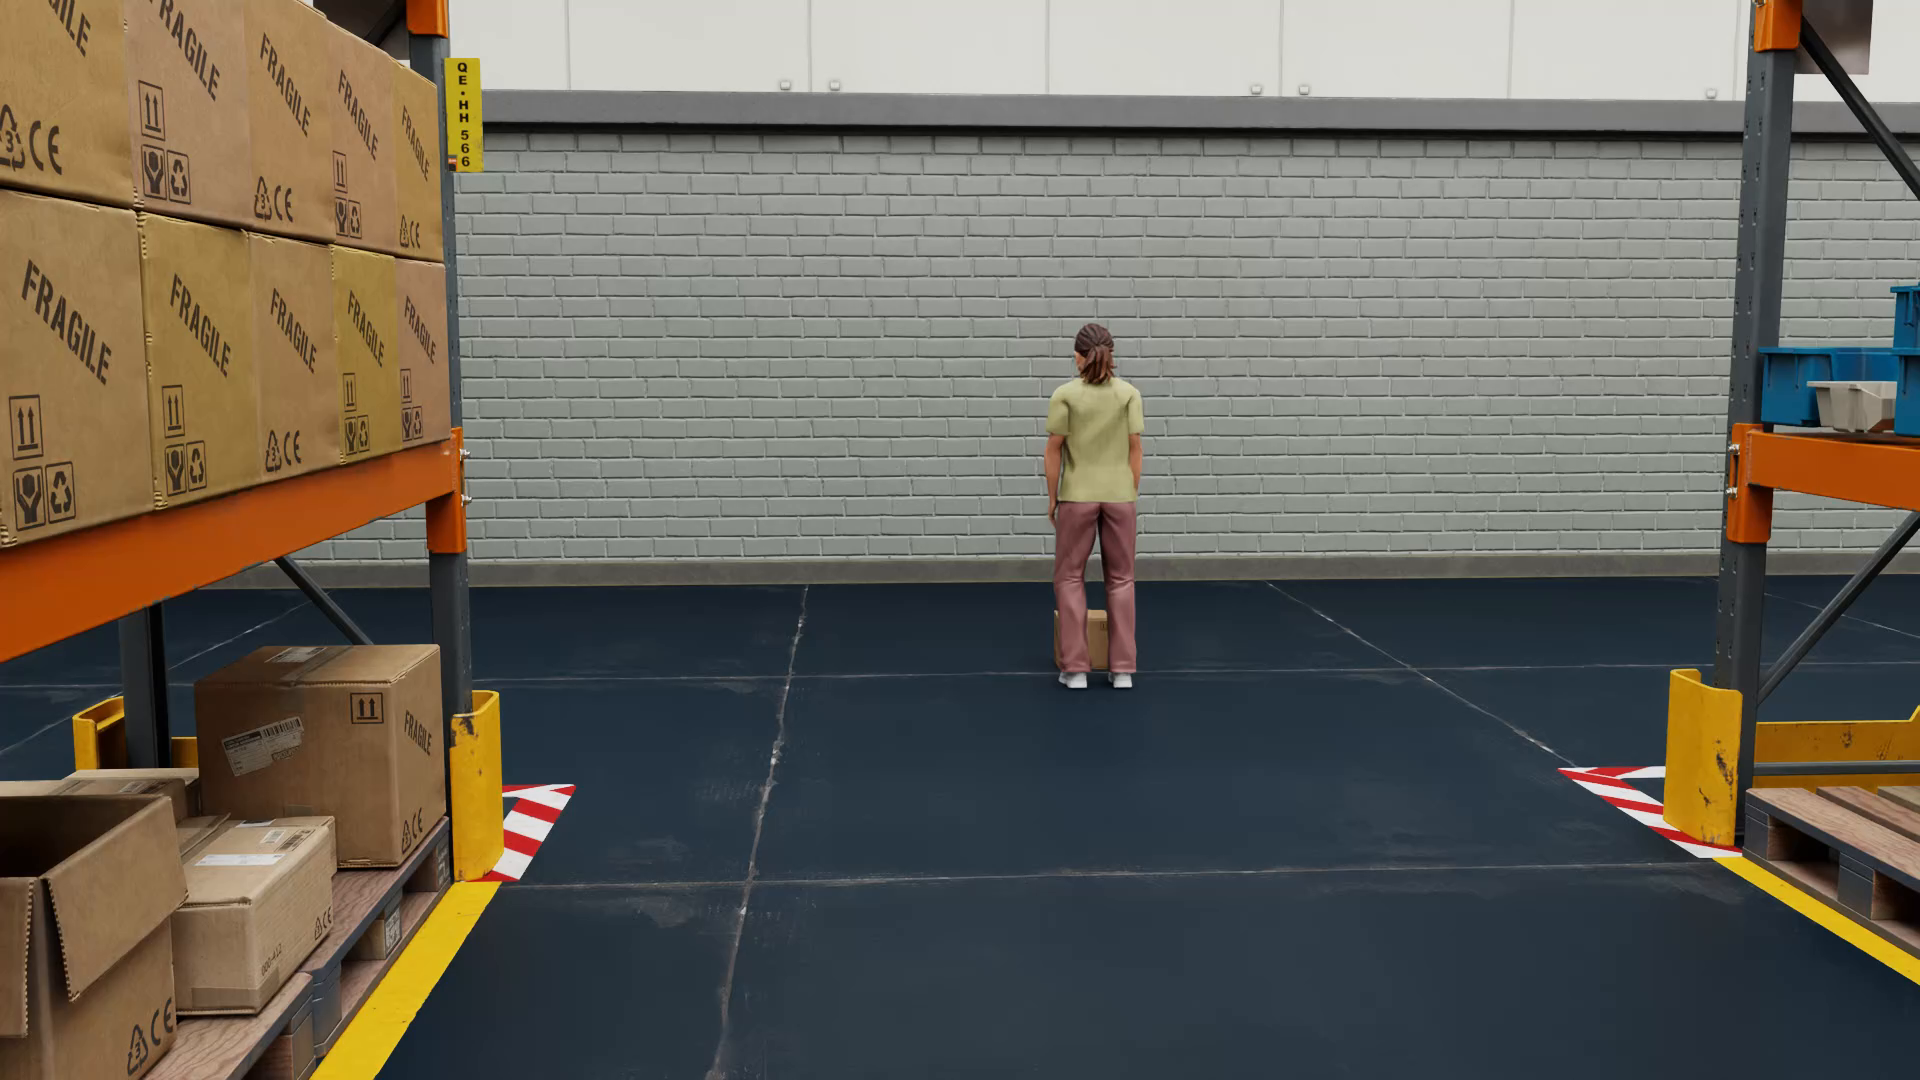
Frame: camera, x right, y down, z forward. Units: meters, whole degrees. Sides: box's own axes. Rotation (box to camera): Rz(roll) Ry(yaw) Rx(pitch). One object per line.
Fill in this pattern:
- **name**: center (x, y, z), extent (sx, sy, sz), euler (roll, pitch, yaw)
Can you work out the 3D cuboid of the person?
- **person**: center (0.607, -0.150, 7.579), extent (0.455, 1.662, 0.348), euler (0, 7, -2)
